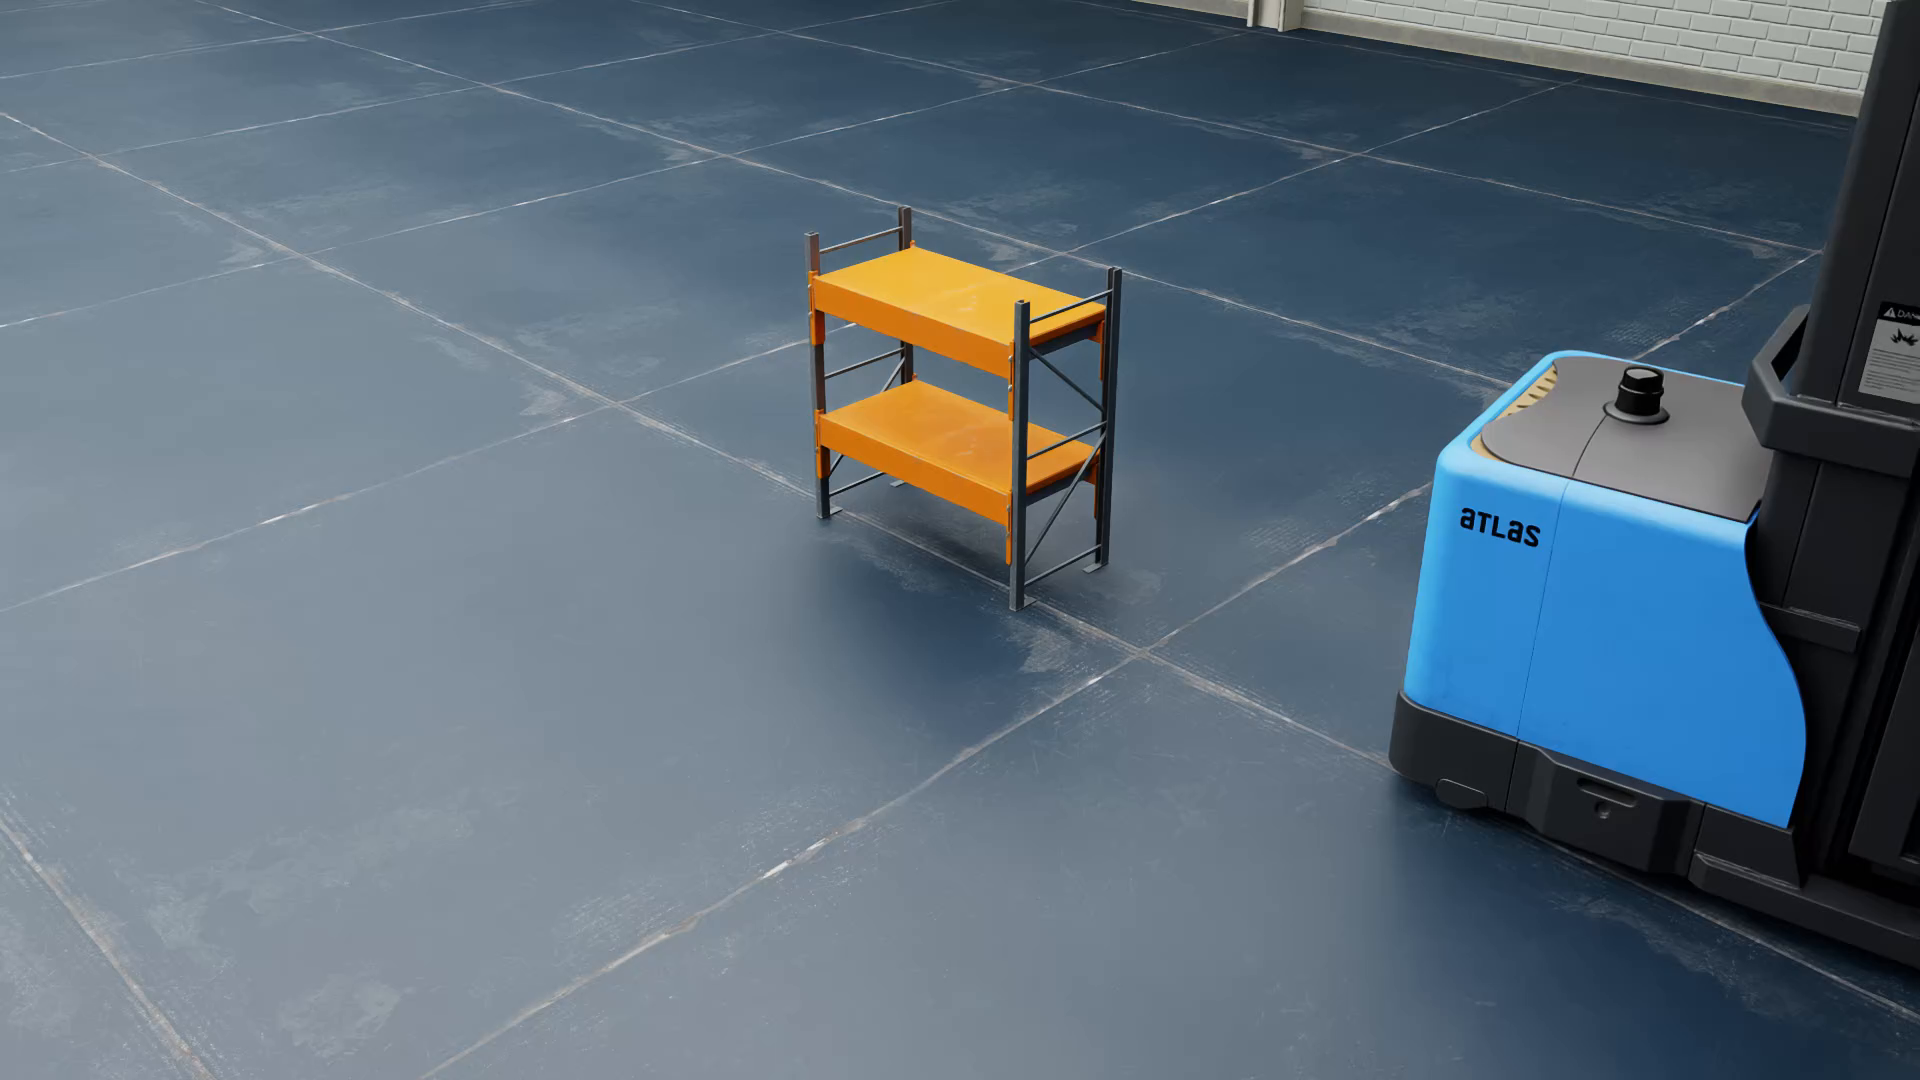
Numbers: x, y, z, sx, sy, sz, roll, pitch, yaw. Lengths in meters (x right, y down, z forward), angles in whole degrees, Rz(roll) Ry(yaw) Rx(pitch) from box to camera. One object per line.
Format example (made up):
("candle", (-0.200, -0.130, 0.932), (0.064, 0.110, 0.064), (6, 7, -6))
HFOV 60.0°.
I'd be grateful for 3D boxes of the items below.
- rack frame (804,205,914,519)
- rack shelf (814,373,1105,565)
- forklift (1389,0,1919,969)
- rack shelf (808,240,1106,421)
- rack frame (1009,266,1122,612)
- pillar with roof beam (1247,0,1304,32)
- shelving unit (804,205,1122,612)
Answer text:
("rack frame", (-0.367, -0.666, 6.308), (0.032, 1.125, 0.500), (25, 36, 38))
("rack shelf", (-0.005, -0.284, 6.106), (1.000, 0.278, 0.538), (25, 36, 38))
("forklift", (2.751, -0.363, 3.791), (3.031, 2.935, 1.130), (18, 33, 31))
("rack shelf", (-0.005, -0.759, 5.856), (1.000, 0.278, 0.538), (25, 36, 38))
("rack frame", (0.358, -0.334, 5.677), (0.032, 1.125, 0.500), (25, 36, 38))
("pillar with roof beam", (-0.156, -7.232, 10.334), (0.400, 9.000, 9.100), (25, 36, 38))
("shelving unit", (-0.005, -0.500, 5.992), (1.048, 1.125, 0.538), (25, 36, 38))
